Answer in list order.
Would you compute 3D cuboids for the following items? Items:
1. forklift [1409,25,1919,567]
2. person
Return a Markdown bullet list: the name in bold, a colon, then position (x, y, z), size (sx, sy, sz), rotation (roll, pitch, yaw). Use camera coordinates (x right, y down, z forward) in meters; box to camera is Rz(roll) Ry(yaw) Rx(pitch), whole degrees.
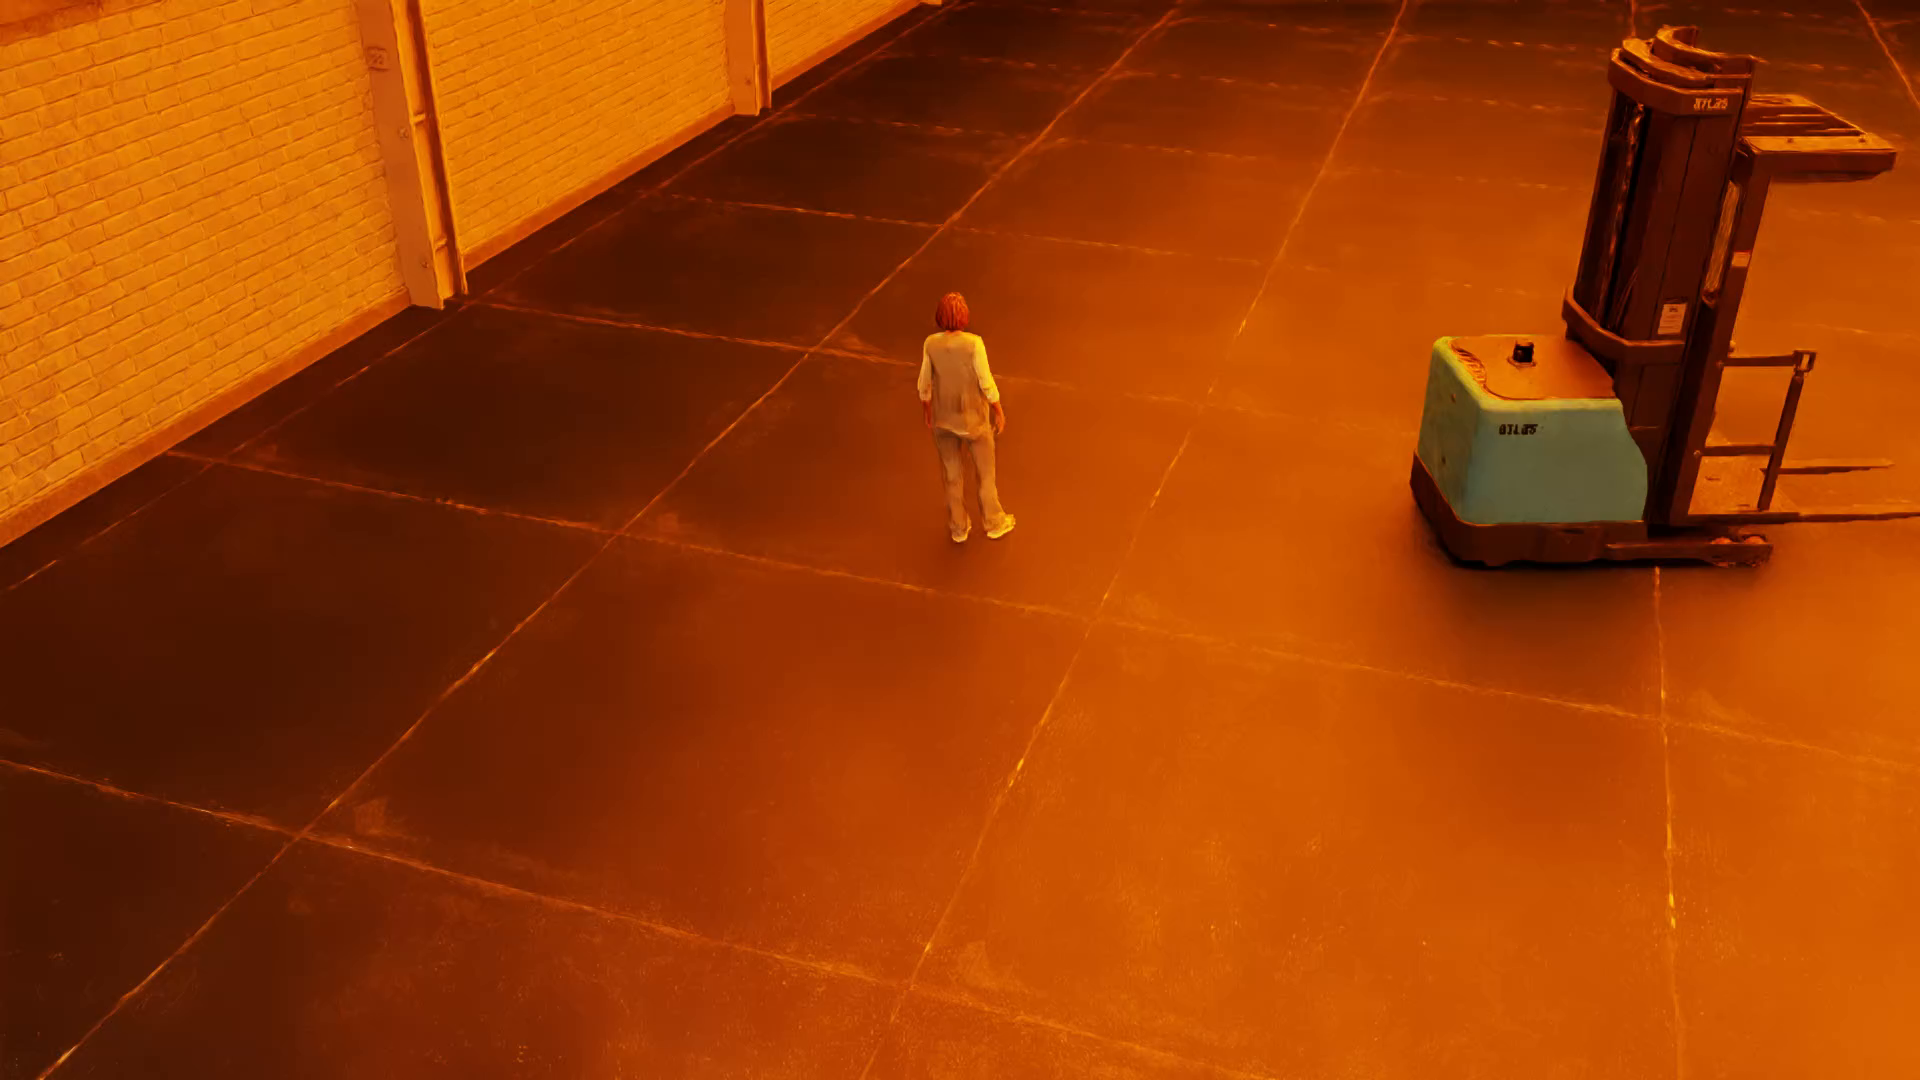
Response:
- **forklift**: position (4.389, -1.381, 9.560), size (3.031, 2.935, 1.130), rotation (-1, 30, -2)
- **person**: position (0.037, -0.732, 9.754), size (0.521, 1.597, 0.474), rotation (10, 31, 16)
